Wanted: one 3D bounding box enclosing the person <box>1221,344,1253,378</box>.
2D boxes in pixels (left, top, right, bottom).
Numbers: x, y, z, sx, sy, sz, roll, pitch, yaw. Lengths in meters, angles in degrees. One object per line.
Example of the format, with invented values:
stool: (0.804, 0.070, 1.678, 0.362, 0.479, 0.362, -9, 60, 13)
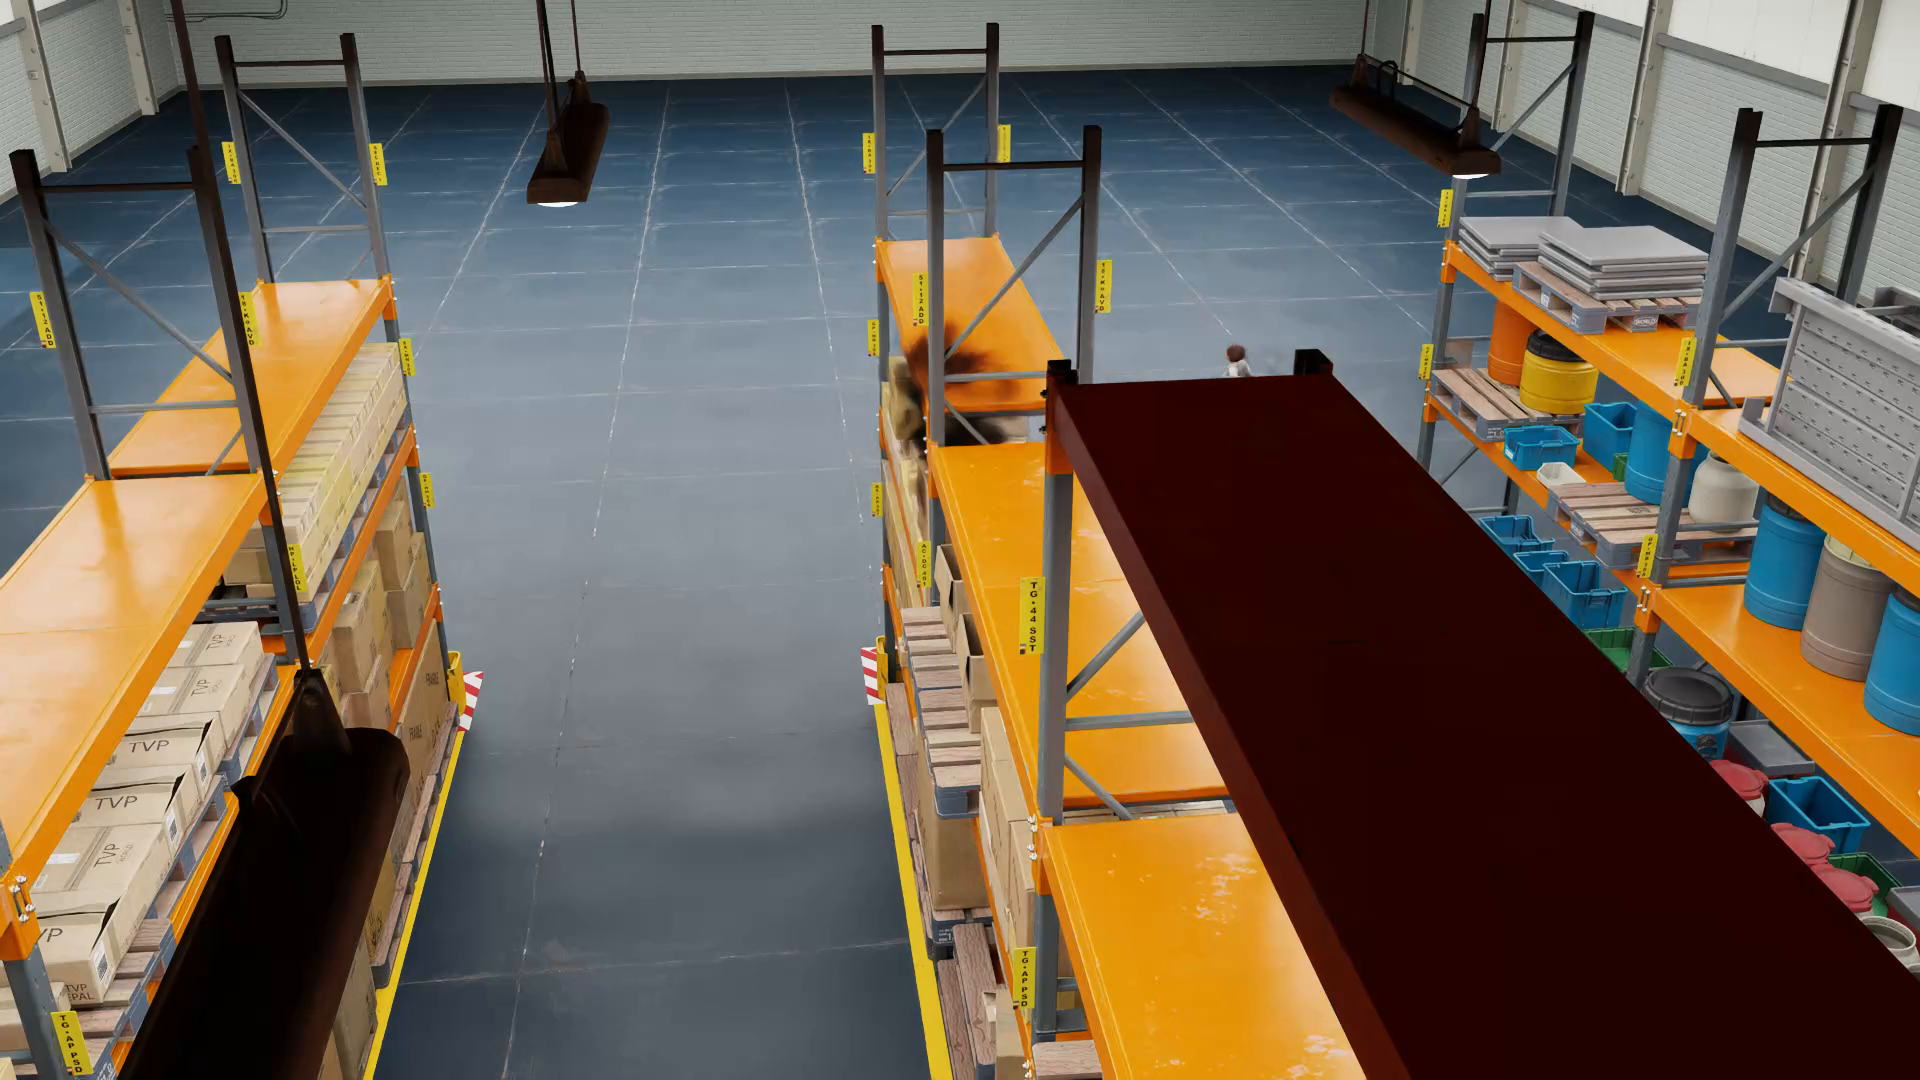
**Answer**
person: (3.346, -1.555, 19.937, 0.717, 1.628, 0.564, 11, 28, 22)
